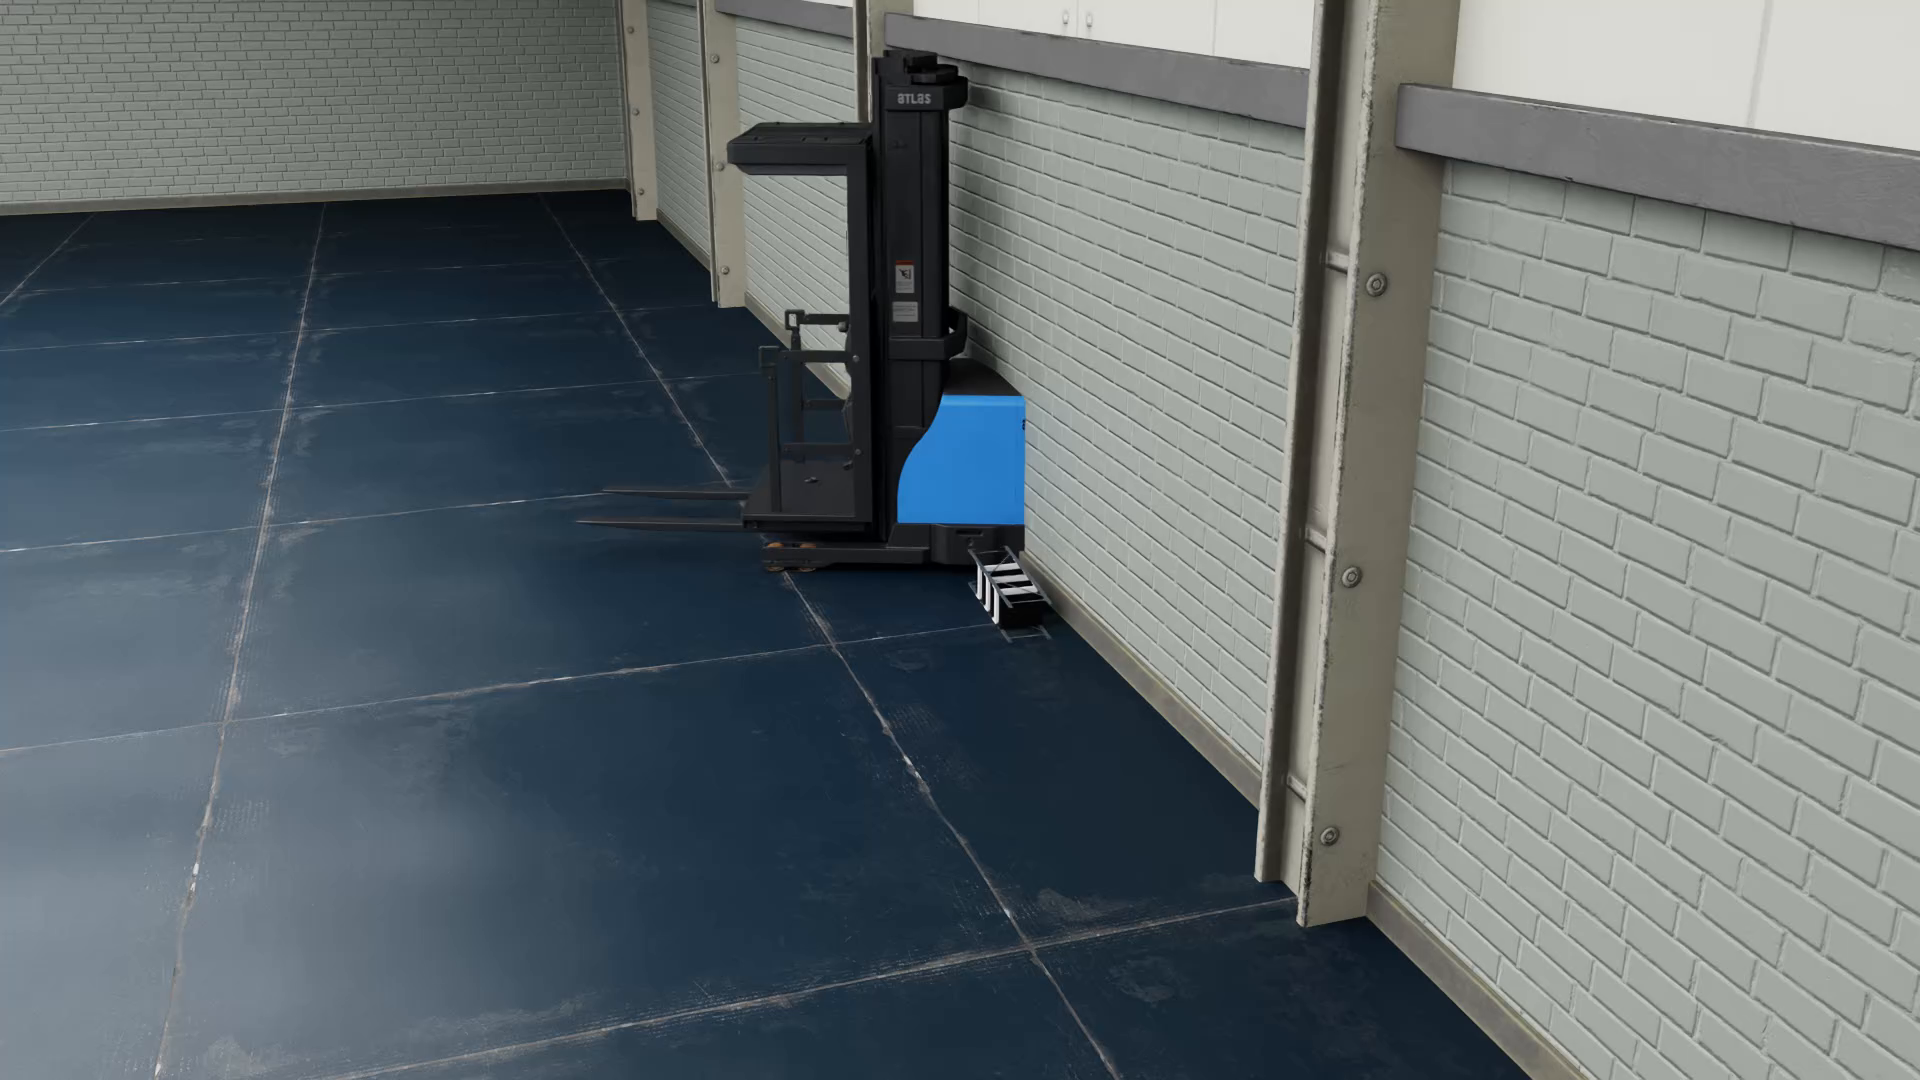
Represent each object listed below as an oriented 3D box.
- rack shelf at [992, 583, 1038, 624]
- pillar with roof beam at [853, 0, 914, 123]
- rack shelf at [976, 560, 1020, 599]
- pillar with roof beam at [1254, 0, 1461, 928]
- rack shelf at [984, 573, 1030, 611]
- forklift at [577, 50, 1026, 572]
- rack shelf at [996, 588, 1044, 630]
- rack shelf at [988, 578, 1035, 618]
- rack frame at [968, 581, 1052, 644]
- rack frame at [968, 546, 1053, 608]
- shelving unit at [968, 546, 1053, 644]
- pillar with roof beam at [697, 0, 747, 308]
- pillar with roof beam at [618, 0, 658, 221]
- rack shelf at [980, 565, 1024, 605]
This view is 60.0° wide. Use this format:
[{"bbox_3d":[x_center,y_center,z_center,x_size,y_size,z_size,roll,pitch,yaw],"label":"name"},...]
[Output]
[{"bbox_3d":[0.305,0.343,9.143,0.258,0.200,0.077,-5,21,-13],"label":"rack shelf"},{"bbox_3d":[-4.586,-4.310,9.104,9.100,9.000,0.400,-6,21,-17],"label":"pillar with roof beam"},{"bbox_3d":[0.218,0.222,9.471,0.258,0.200,0.077,-5,21,-13],"label":"rack shelf"},{"bbox_3d":[-2.700,-2.385,3.744,9.100,9.000,0.400,-6,21,-17],"label":"pillar with roof beam"},{"bbox_3d":[0.261,0.282,9.307,0.258,0.200,0.077,-5,21,-13],"label":"rack shelf"},{"bbox_3d":[-0.793,-1.368,9.889,3.031,2.935,1.130,1,20,3],"label":"forklift"},{"bbox_3d":[0.326,0.373,9.062,0.258,0.200,0.077,-5,21,-13],"label":"rack shelf"},{"bbox_3d":[0.283,0.313,9.225,0.258,0.200,0.077,-5,21,-13],"label":"rack shelf"},{"bbox_3d":[0.269,0.389,9.312,0.240,0.006,0.900,-5,21,-13],"label":"rack frame"},{"bbox_3d":[0.270,0.198,9.242,0.240,0.006,0.900,-5,21,-13],"label":"rack frame"},{"bbox_3d":[0.269,0.294,9.277,0.258,0.210,0.900,-5,21,-13],"label":"shelving unit"},{"bbox_3d":[-6.472,-6.236,14.465,9.100,9.000,0.400,-6,21,-17],"label":"pillar with roof beam"},{"bbox_3d":[-8.358,-8.161,19.826,9.100,9.000,0.400,-6,21,-17],"label":"pillar with roof beam"},{"bbox_3d":[0.240,0.252,9.389,0.258,0.200,0.077,-5,21,-13],"label":"rack shelf"}]
